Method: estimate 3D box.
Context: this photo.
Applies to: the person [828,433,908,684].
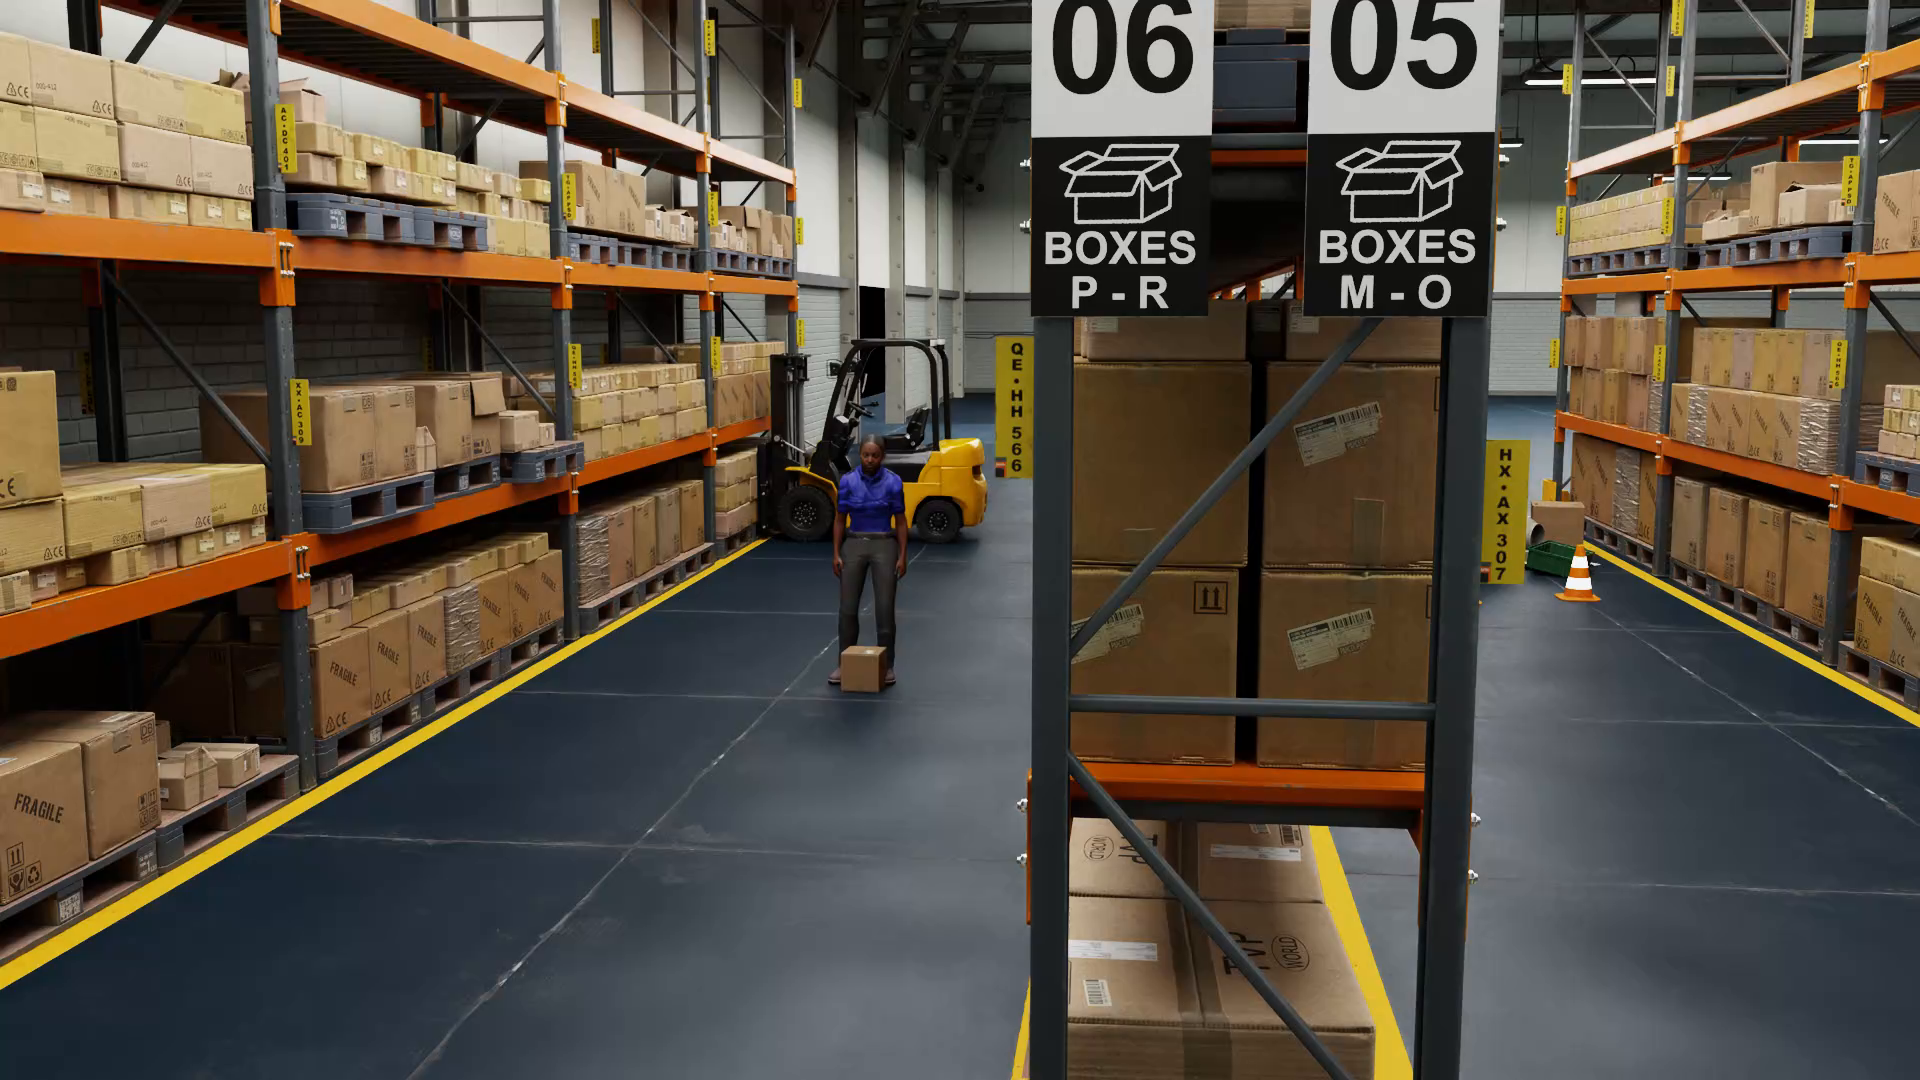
[{"bbox_3d":[-0.607,0.114,10.976,0.524,1.653,0.352,0,8,3],"label":"person"}]
